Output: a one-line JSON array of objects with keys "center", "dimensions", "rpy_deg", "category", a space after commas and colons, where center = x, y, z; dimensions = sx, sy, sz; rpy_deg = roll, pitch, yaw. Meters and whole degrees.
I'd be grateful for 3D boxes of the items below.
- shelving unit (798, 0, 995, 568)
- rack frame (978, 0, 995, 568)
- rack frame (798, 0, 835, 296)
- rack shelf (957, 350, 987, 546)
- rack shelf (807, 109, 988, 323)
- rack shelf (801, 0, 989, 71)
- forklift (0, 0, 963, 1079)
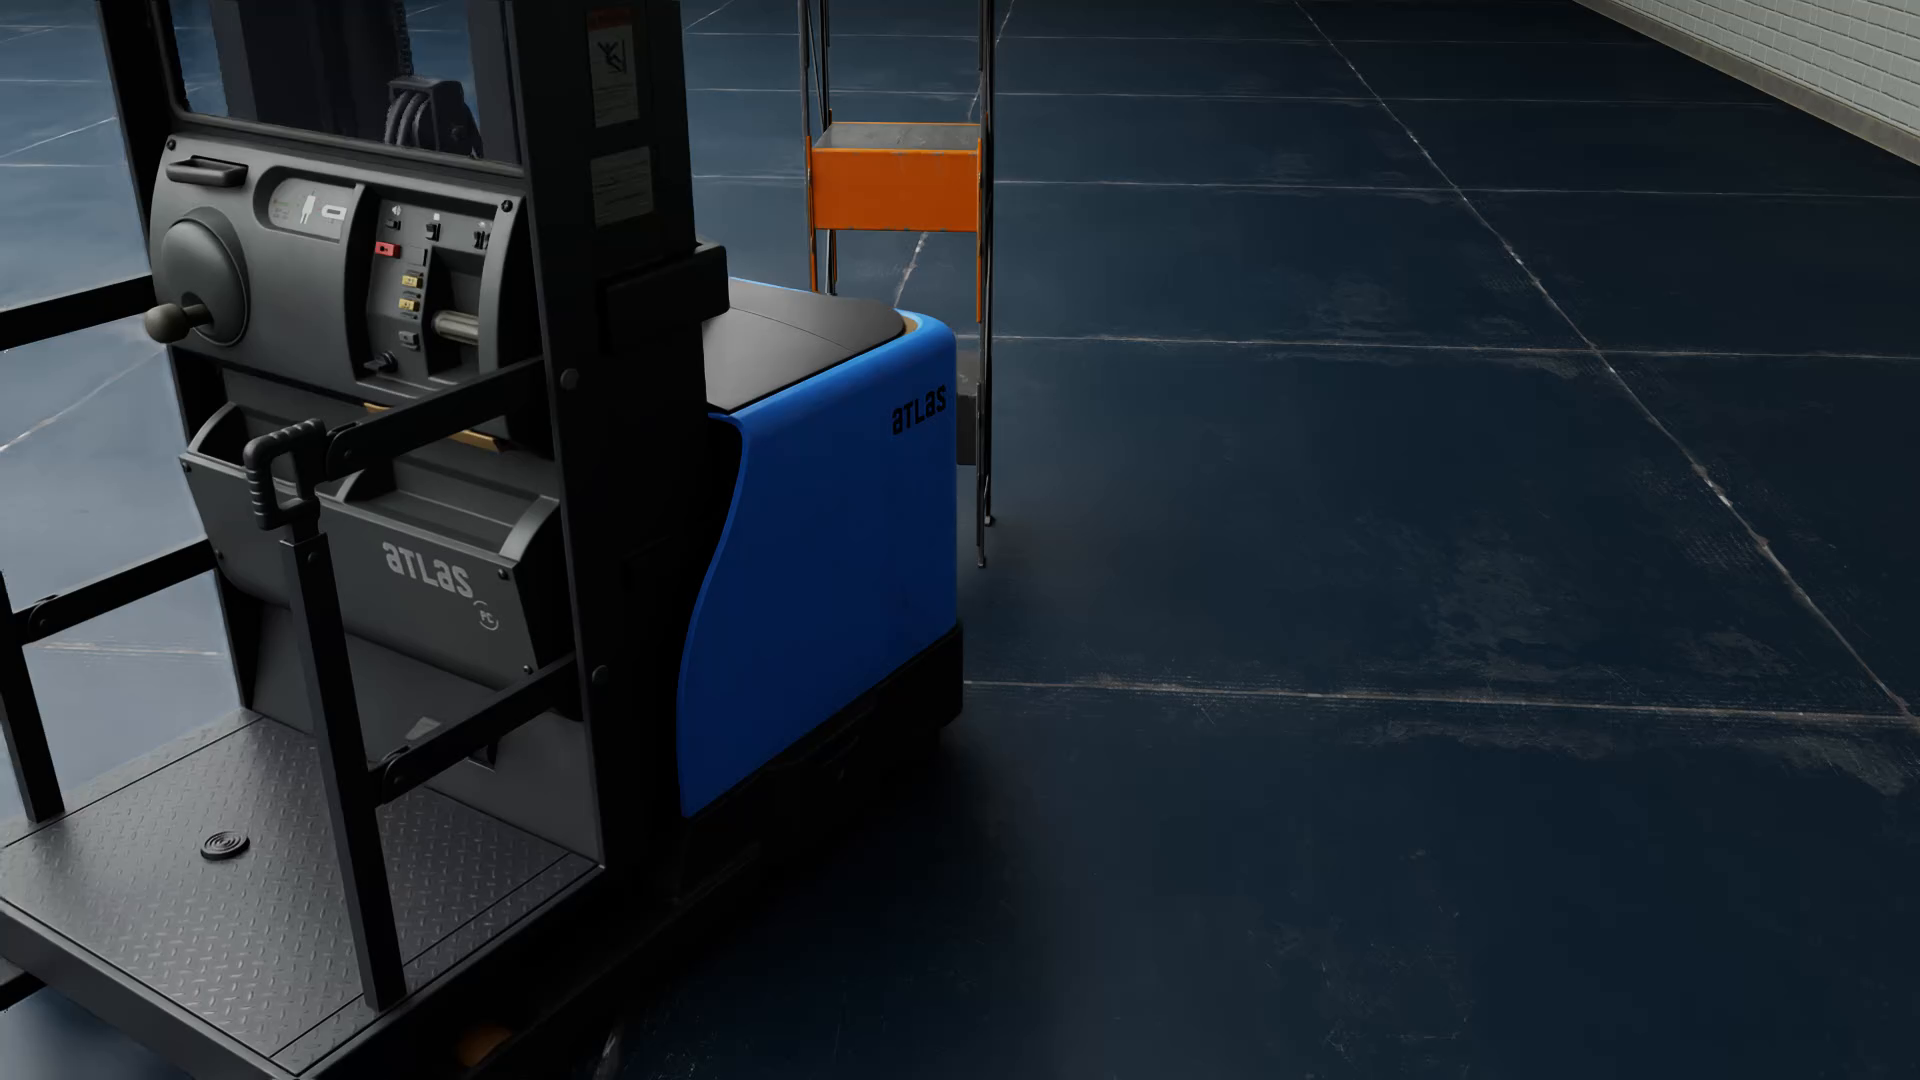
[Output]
[{"center": [-0.165, -0.959, 4.823], "dimensions": [0.503, 2.100, 0.431], "rpy_deg": [2, 25, 4], "category": "shelving unit"}, {"center": [0.078, -0.951, 4.806], "dimensions": [0.015, 2.100, 0.400], "rpy_deg": [2, 25, 4], "category": "rack frame"}, {"center": [-0.408, -0.967, 4.840], "dimensions": [0.015, 2.100, 0.400], "rpy_deg": [2, 25, 4], "category": "rack frame"}, {"center": [-0.165, -0.311, 5.121], "dimensions": [0.480, 0.518, 0.431], "rpy_deg": [2, 25, 4], "category": "rack shelf"}, {"center": [-0.165, -0.947, 4.828], "dimensions": [0.480, 0.518, 0.431], "rpy_deg": [2, 25, 4], "category": "rack shelf"}, {"center": [-0.165, -1.583, 4.536], "dimensions": [0.480, 0.518, 0.431], "rpy_deg": [2, 25, 4], "category": "rack shelf"}, {"center": [-1.216, -0.452, 2.725], "dimensions": [1.130, 2.935, 3.031], "rpy_deg": [15, 29, 30], "category": "forklift"}]
